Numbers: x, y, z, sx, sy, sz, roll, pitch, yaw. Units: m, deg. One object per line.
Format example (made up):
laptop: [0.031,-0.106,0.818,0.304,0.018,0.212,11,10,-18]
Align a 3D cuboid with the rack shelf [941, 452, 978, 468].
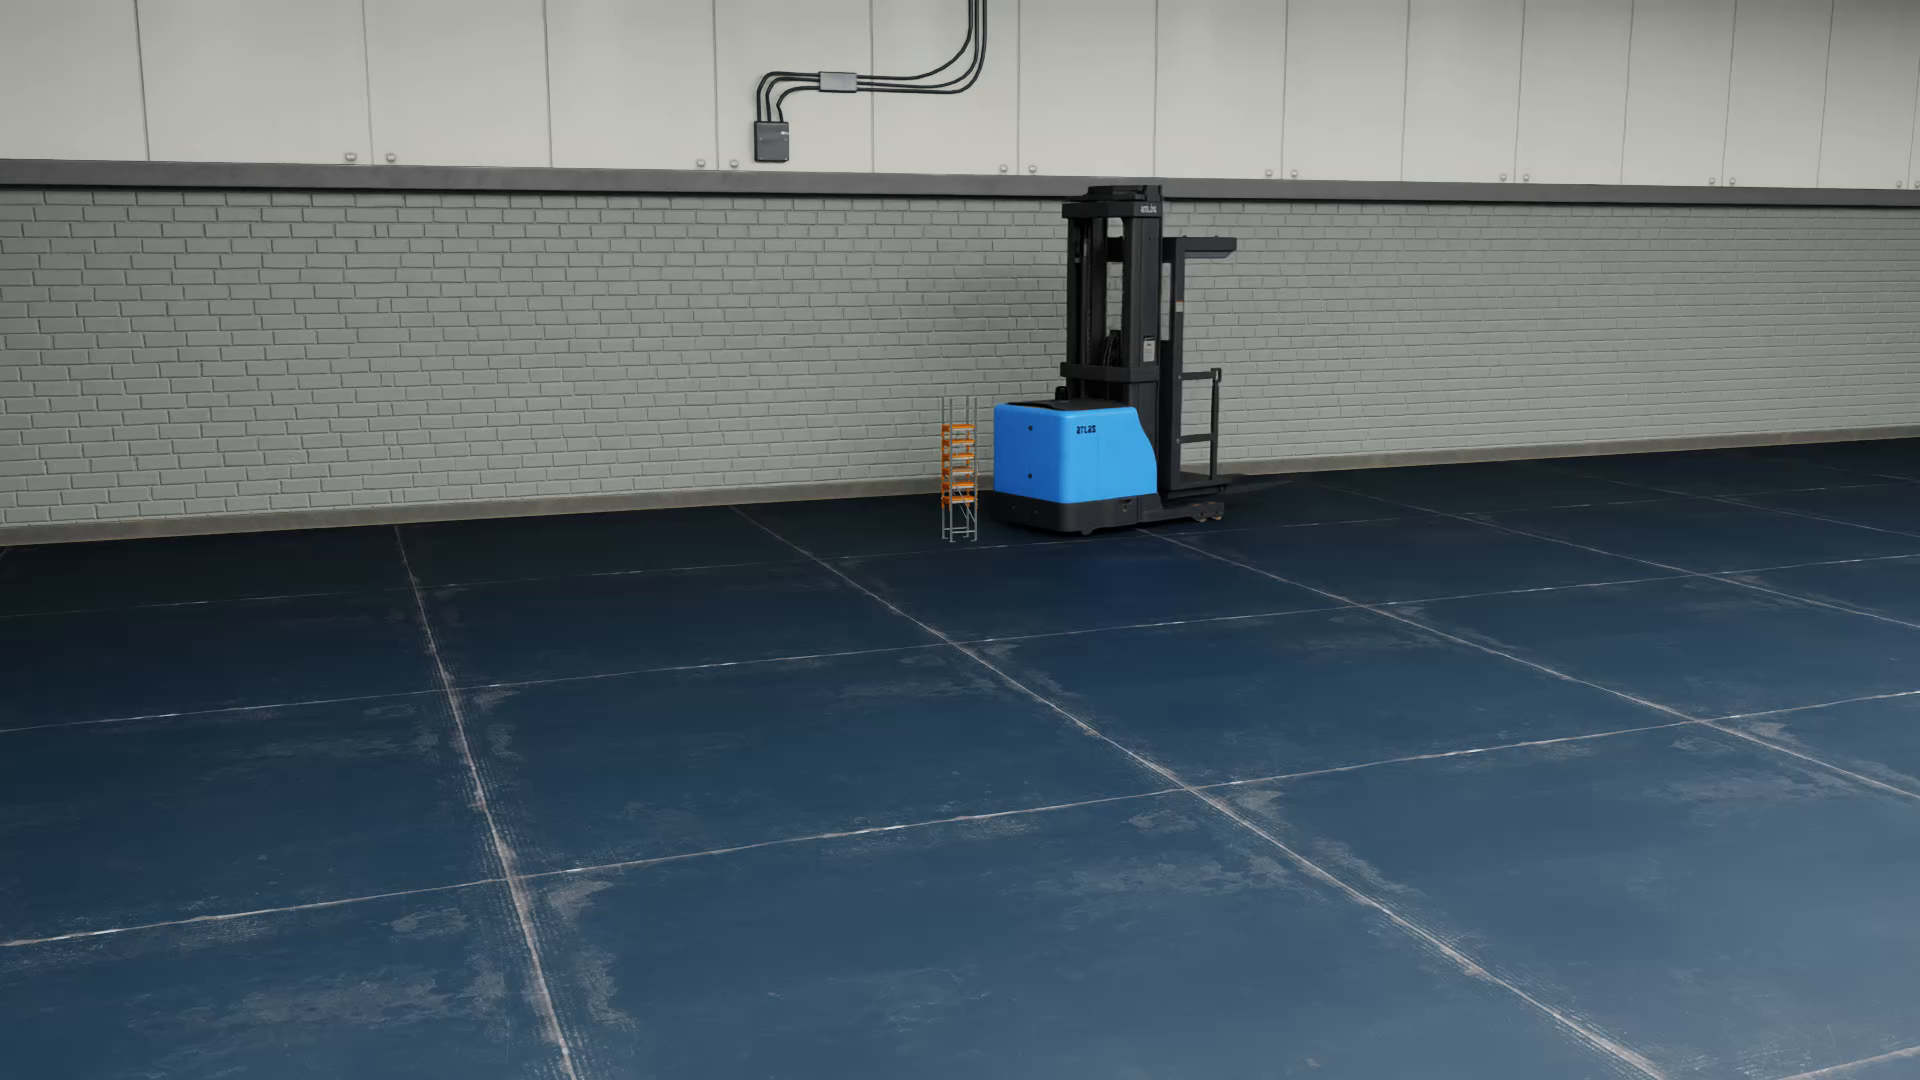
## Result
rack shelf: [-0.005,-0.667,13.815,0.258,0.103,0.180,-4,11,-21]

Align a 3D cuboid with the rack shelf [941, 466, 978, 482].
rack shelf: [-0.005,-0.549,13.836,0.258,0.103,0.180,-4,11,-21]

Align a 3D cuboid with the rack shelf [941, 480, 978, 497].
rack shelf: [-0.005,-0.431,13.857,0.258,0.103,0.180,-4,11,-21]

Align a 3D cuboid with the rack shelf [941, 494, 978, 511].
rack shelf: [-0.005,-0.313,13.878,0.258,0.103,0.180,-4,11,-21]

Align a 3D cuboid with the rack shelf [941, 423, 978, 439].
rack shelf: [-0.005,-0.904,13.773,0.258,0.103,0.180,-4,11,-21]

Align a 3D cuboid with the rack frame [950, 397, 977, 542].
rack frame: [0.028,-0.578,13.744,0.240,1.200,0.006,-4,11,-21]

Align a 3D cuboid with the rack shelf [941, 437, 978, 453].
rack shelf: [-0.005,-0.786,13.794,0.258,0.103,0.180,-4,11,-21]

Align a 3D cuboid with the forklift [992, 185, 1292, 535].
forklift: [1.754,-1.665,14.911,3.031,2.935,1.130,-8,13,-37]

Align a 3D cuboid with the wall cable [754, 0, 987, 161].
wall cable: [-0.801,-6.526,15.203,2.305,6.003,0.169,-4,11,-21]

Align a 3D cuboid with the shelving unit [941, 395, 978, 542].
shelving unit: [-0.005,-0.593,13.828,0.258,1.200,0.189,-4,11,-21]

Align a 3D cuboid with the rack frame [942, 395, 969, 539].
rack frame: [-0.038,-0.608,13.912,0.240,1.200,0.006,-4,11,-21]
